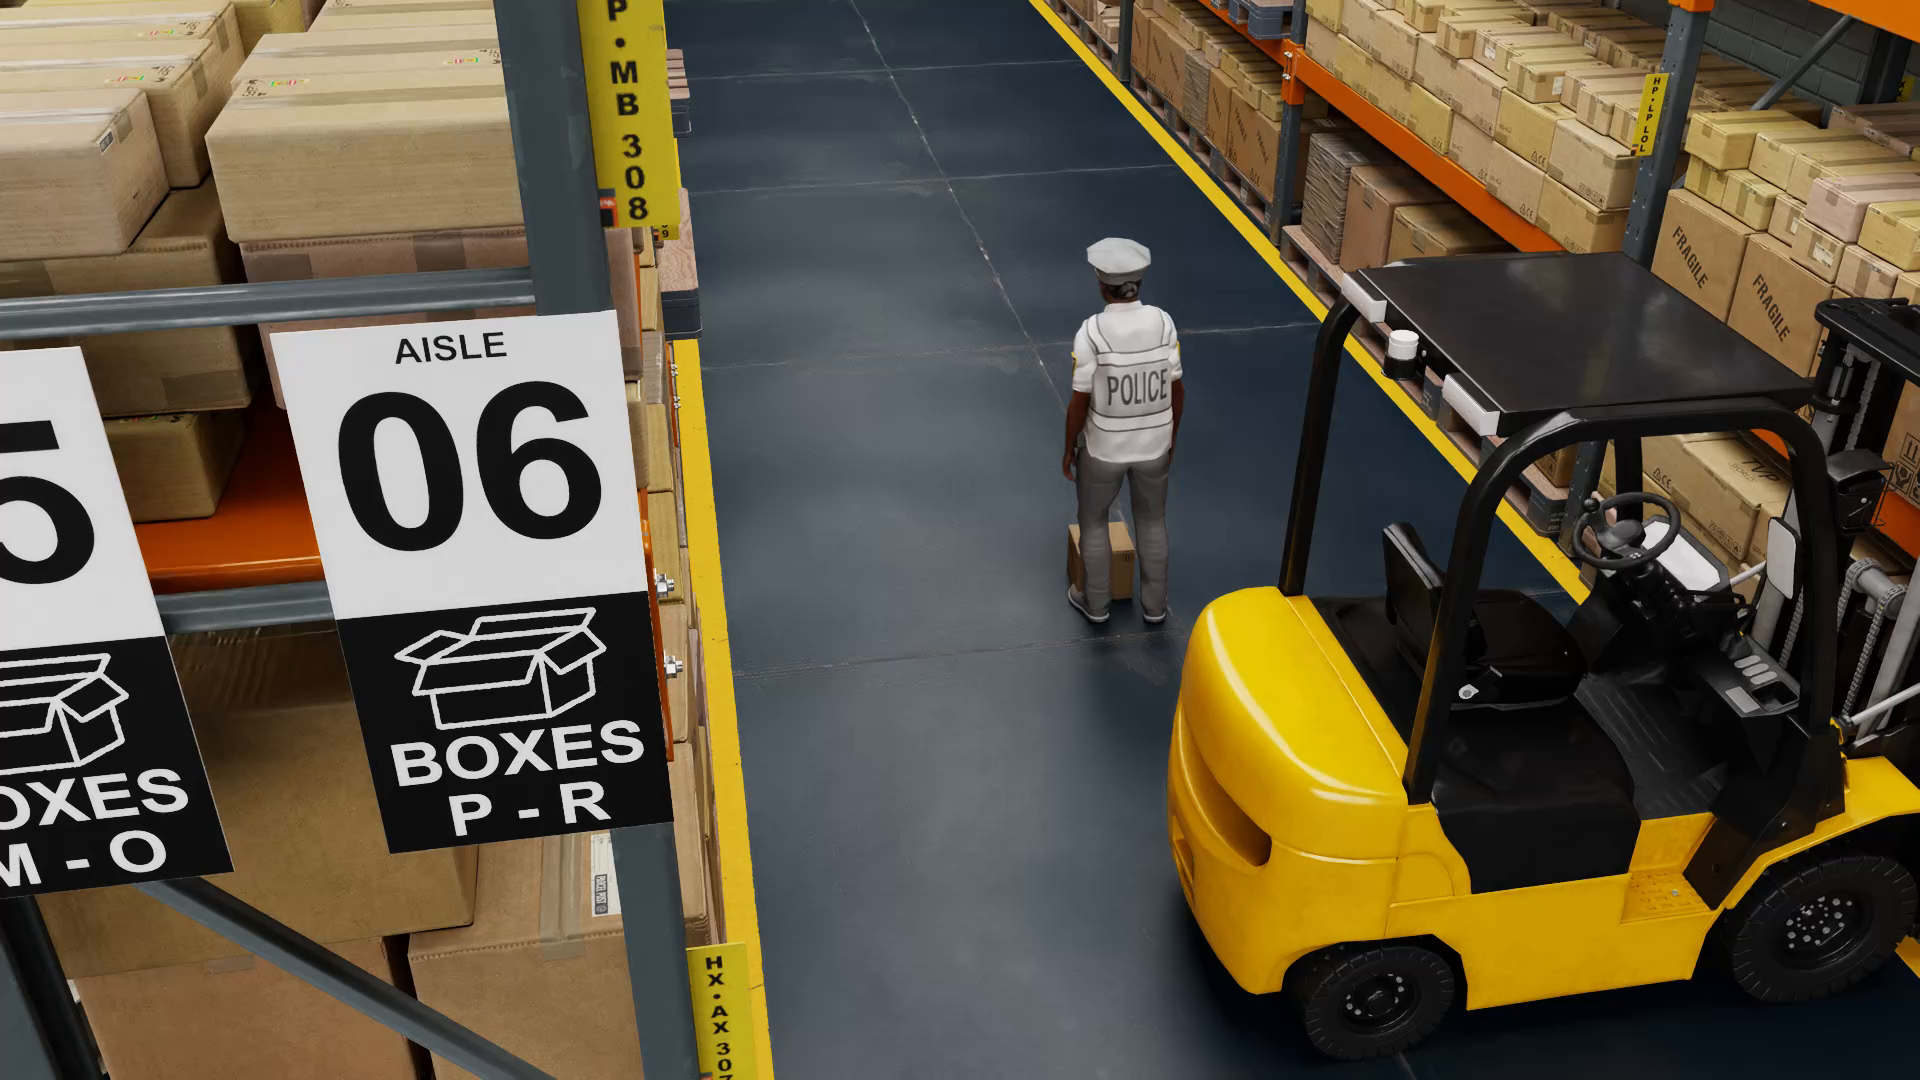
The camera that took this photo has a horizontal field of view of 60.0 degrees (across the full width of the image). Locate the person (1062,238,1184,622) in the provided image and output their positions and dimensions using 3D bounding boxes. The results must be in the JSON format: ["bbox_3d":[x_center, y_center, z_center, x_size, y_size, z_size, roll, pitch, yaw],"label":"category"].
[{"bbox_3d":[0.666,-0.395,6.799,0.527,1.653,0.428,-7,32,-12],"label":"person"}]
